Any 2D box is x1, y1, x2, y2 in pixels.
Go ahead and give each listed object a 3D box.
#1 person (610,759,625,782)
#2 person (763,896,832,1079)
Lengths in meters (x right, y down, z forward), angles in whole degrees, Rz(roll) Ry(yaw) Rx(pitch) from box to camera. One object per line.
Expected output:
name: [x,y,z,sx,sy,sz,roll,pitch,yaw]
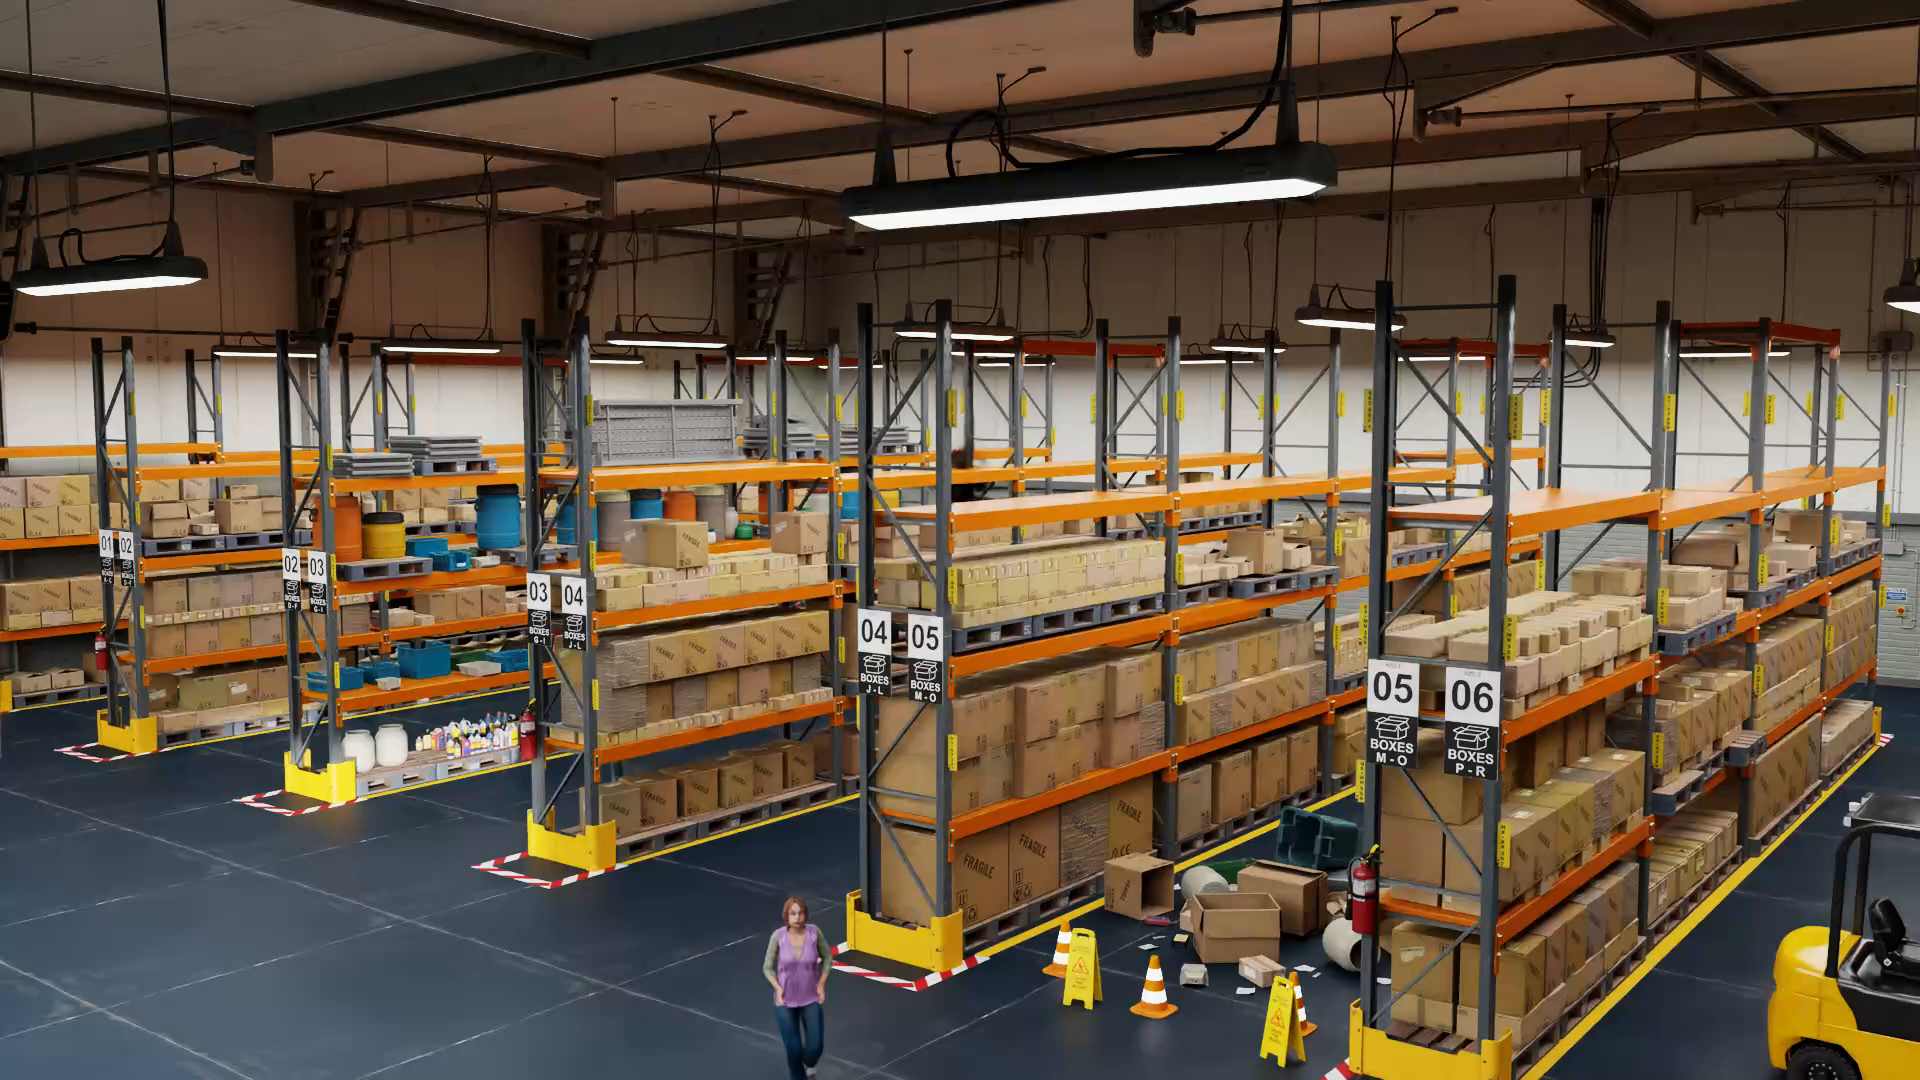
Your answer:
person: [-4.530,2.409,21.839,0.756,1.720,0.559,3,6,30]
person: [-1.167,3.342,12.034,0.512,1.554,0.529,-1,5,-10]
